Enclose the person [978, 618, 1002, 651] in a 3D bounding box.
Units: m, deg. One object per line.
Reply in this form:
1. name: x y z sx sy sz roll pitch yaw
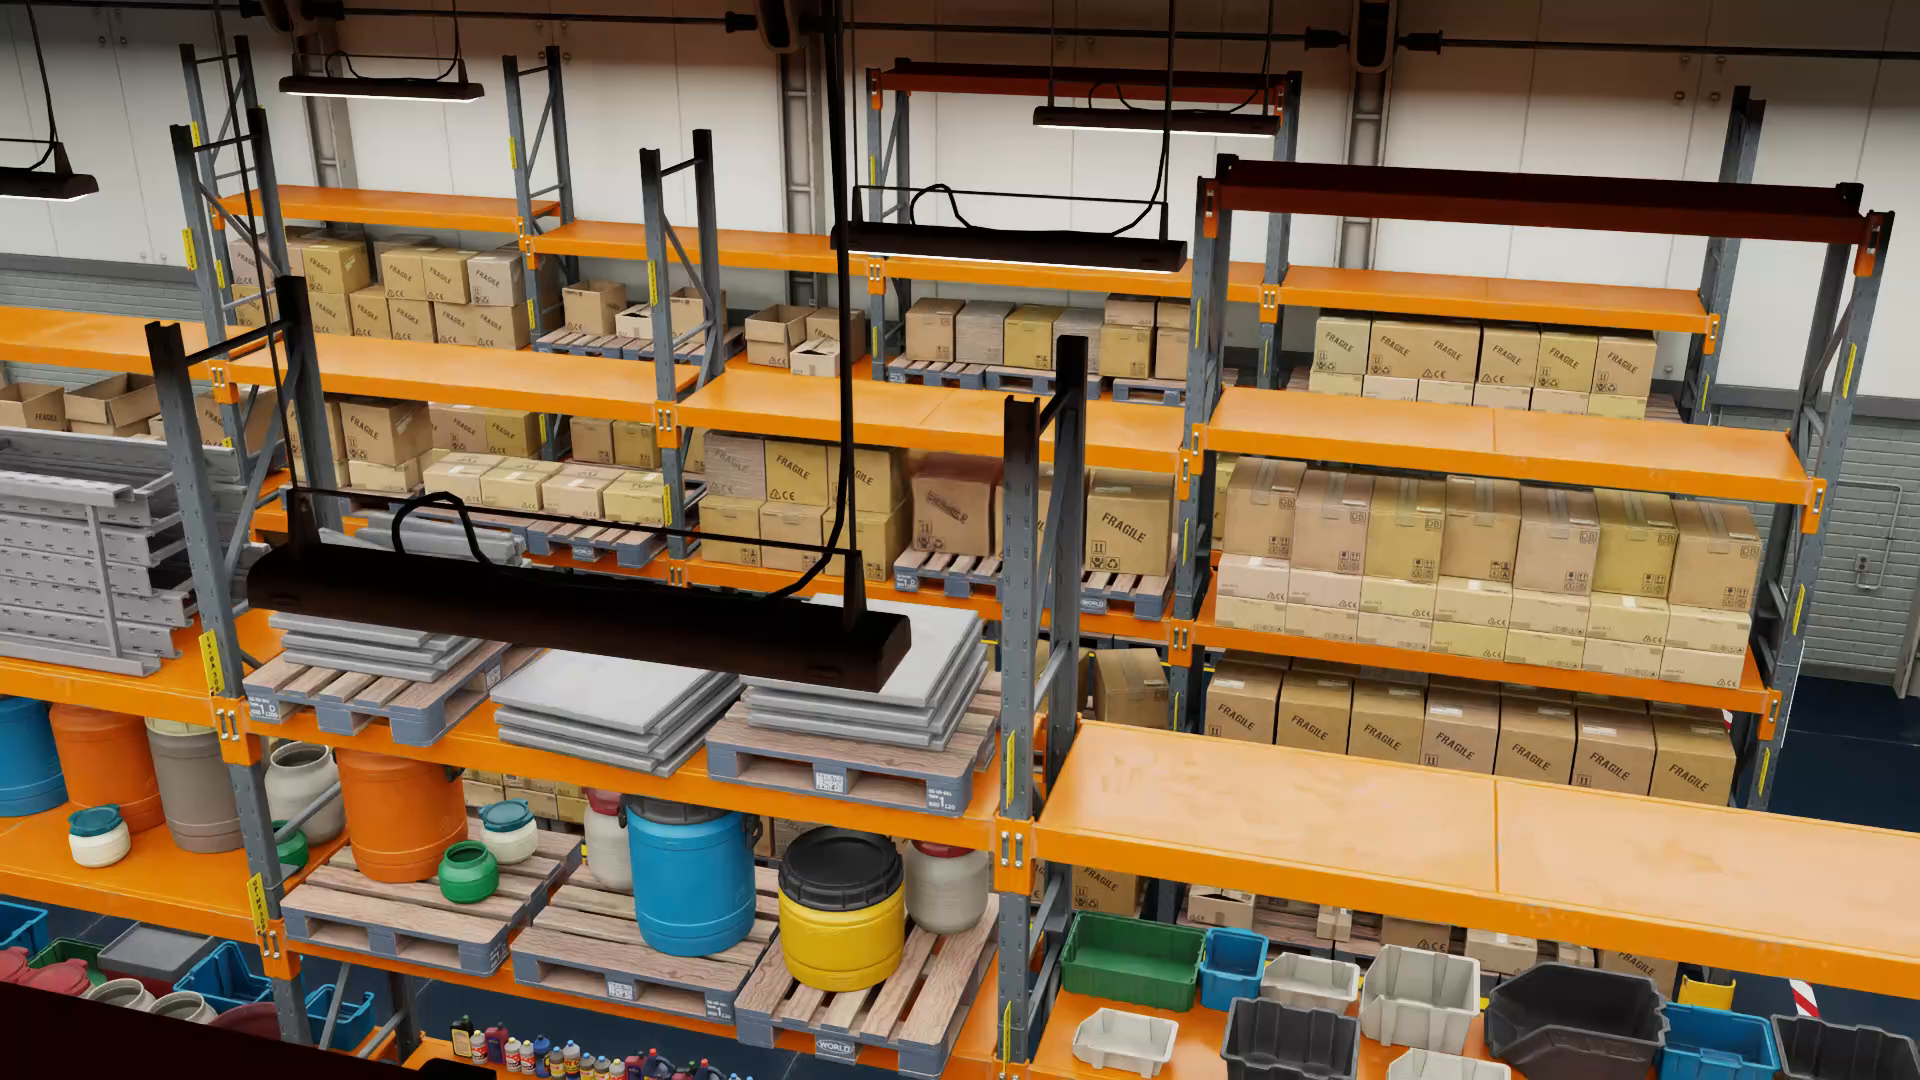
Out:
1. person: 0.409 0.658 16.544 1.066 1.500 0.508 2 23 6
